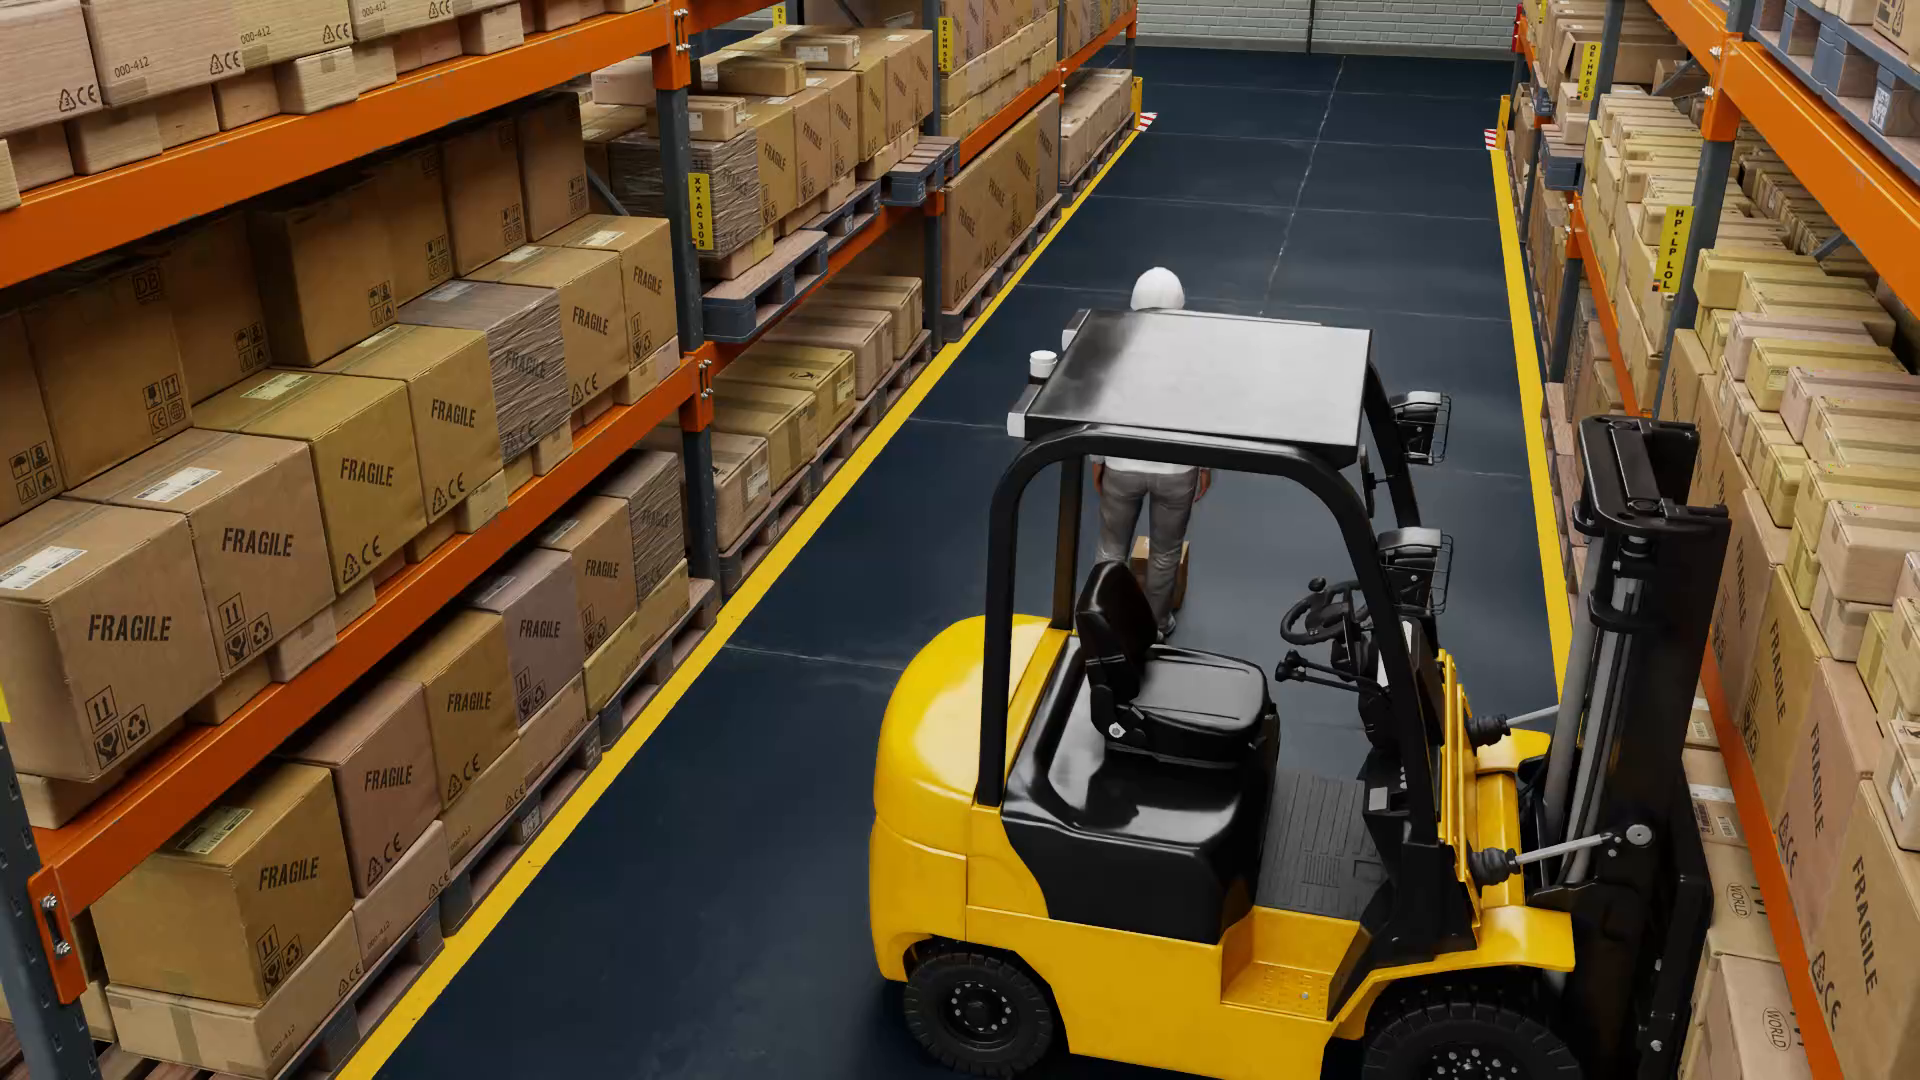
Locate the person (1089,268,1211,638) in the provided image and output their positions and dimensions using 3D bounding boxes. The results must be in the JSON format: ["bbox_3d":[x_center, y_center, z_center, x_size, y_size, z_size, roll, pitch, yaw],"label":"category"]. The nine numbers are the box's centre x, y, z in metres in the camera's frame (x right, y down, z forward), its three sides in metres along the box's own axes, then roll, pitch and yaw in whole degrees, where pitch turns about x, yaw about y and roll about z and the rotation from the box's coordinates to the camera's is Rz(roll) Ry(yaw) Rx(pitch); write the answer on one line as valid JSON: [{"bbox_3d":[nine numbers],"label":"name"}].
[{"bbox_3d":[0.838,-0.298,7.309,0.556,1.858,0.484,6,26,13],"label":"person"}]
